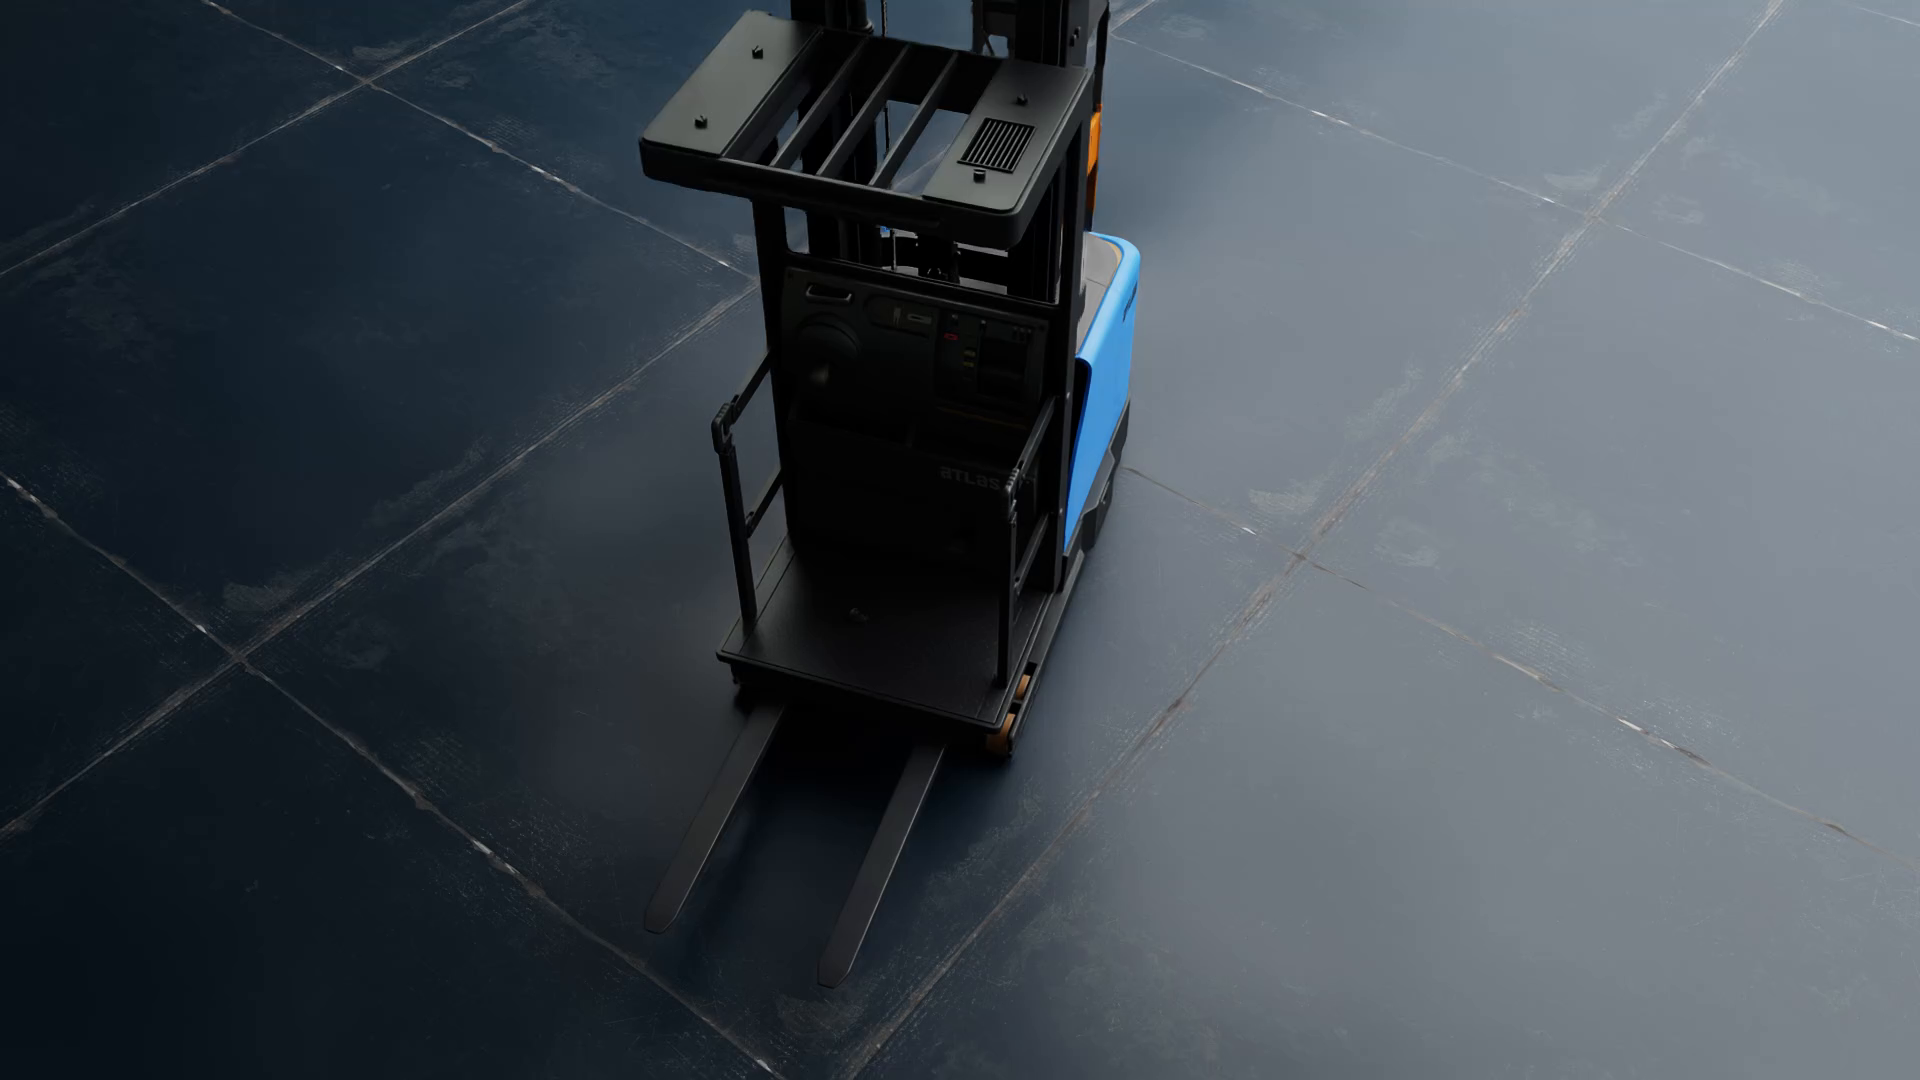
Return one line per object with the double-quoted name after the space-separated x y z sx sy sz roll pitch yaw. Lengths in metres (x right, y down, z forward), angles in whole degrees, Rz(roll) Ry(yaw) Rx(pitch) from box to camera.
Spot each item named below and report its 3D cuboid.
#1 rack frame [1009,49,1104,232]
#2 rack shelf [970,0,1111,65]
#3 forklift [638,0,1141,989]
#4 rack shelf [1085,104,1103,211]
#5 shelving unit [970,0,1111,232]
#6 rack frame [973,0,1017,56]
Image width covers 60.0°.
0.390 -1.669 7.057 0.400 2.100 0.015 13 47 12 "rack frame"
0.316 -1.983 6.403 0.431 0.518 0.480 13 47 12 "rack shelf"
-0.226 -0.555 5.418 1.130 2.935 3.031 14 48 13 "forklift"
0.314 -1.494 6.904 0.431 0.518 0.480 13 47 12 "rack shelf"
0.314 -1.503 6.894 0.431 2.100 0.503 13 47 12 "shelving unit"
0.237 -1.338 6.732 0.400 2.100 0.015 13 47 12 "rack frame"
